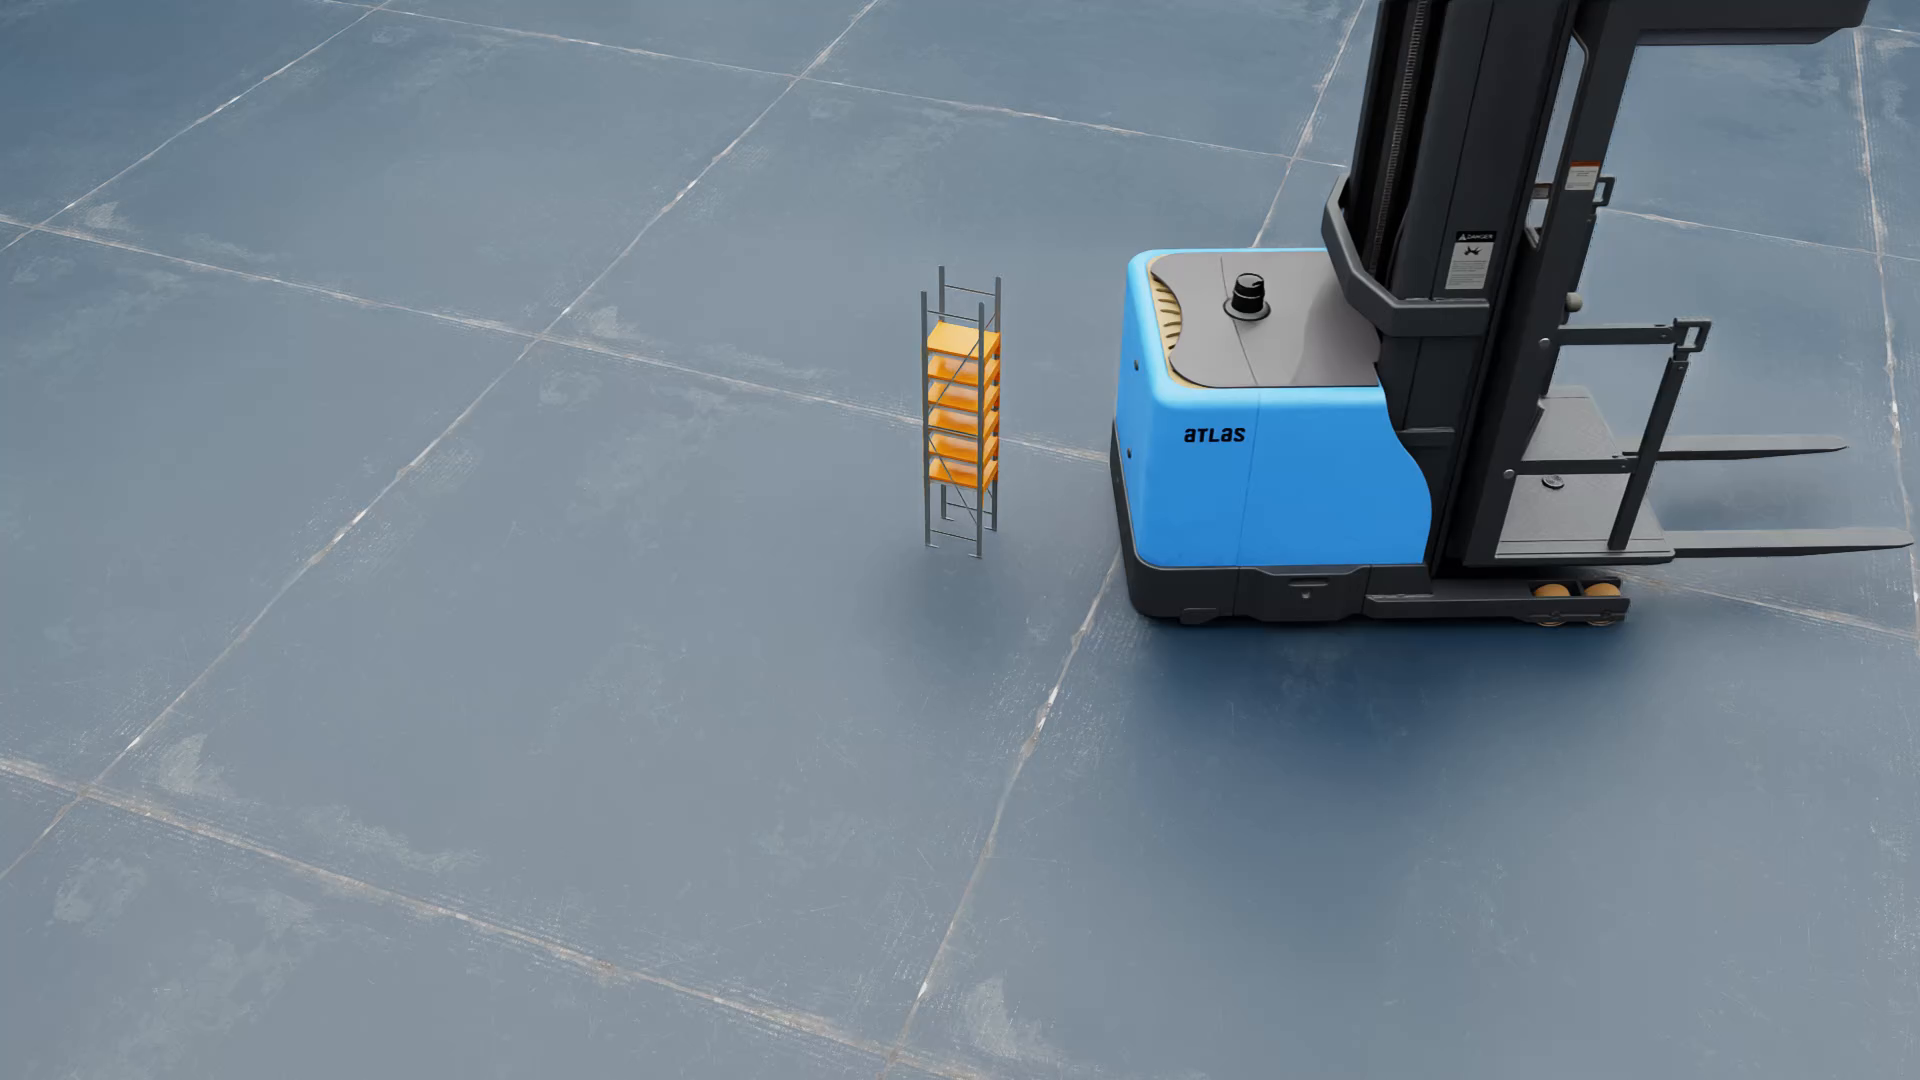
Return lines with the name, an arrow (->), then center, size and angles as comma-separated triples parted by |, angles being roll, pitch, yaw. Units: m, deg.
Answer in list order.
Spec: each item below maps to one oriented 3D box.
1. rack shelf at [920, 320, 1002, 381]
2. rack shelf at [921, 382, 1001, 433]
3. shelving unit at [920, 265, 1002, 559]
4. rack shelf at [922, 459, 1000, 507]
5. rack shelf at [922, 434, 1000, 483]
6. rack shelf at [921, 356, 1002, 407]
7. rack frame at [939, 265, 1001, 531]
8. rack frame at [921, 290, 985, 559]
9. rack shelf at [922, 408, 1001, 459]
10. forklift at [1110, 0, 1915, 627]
rack shelf -> 0.005, -0.705, 6.166 | 0.258, 0.103, 0.180 | 13, 42, 15
rack shelf -> 0.005, -0.523, 6.322 | 0.258, 0.103, 0.180 | 13, 42, 15
shelving unit -> 0.005, -0.465, 6.371 | 0.258, 1.200, 0.189 | 13, 42, 15
rack shelf -> 0.005, -0.249, 6.556 | 0.258, 0.103, 0.180 | 13, 42, 15
rack shelf -> 0.005, -0.340, 6.478 | 0.258, 0.103, 0.180 | 13, 42, 15
rack shelf -> 0.005, -0.614, 6.244 | 0.258, 0.103, 0.180 | 13, 42, 15
rack frame -> 0.036, -0.521, 6.436 | 0.240, 1.200, 0.006 | 13, 42, 15
rack frame -> -0.026, -0.409, 6.306 | 0.240, 1.200, 0.006 | 13, 42, 15
rack shelf -> 0.005, -0.431, 6.400 | 0.258, 0.103, 0.180 | 13, 42, 15
forklift -> 2.155, -1.130, 5.816 | 3.031, 2.935, 1.130 | -1, 40, -1
